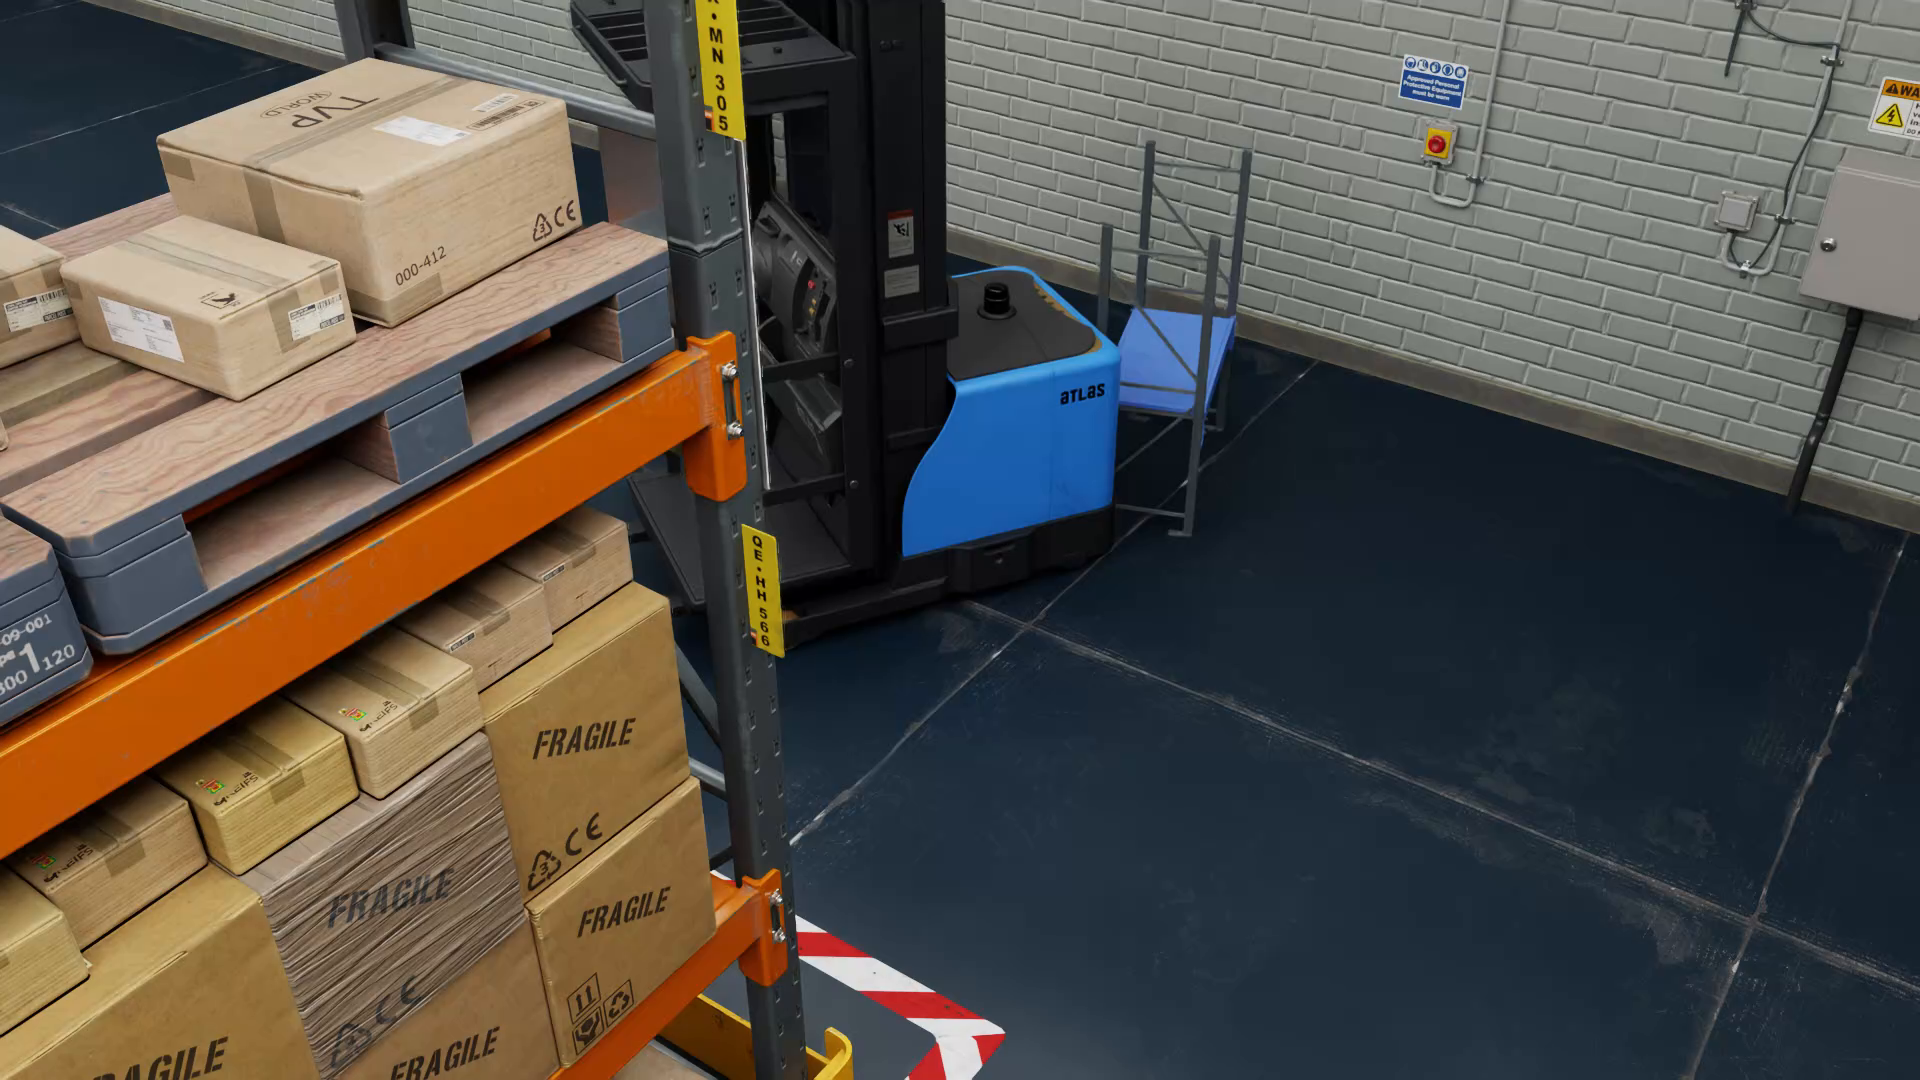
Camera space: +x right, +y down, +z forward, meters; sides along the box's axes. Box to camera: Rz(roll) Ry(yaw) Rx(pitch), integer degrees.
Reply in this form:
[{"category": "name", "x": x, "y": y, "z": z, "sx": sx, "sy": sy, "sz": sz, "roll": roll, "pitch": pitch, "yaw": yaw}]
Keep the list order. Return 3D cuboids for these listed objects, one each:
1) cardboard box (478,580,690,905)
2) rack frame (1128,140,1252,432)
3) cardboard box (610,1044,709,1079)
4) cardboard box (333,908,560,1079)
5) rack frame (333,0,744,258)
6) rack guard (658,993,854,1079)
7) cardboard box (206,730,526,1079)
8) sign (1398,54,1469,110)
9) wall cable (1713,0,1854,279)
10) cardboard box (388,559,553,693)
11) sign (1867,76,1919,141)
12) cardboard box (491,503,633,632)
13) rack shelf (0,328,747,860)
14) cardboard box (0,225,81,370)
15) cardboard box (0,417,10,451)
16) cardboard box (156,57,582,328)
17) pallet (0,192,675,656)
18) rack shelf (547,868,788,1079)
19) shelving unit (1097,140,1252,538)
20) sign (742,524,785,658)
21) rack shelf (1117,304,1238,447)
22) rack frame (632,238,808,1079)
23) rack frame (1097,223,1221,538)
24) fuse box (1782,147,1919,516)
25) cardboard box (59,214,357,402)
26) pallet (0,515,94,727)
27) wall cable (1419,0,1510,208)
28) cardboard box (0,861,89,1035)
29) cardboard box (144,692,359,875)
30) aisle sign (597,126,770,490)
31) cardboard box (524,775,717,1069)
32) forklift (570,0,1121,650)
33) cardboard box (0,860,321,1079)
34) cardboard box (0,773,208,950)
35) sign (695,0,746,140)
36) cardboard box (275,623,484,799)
[{"category": "cardboard box", "x": -0.952, "y": 0.355, "z": 3.566, "sx": 0.500, "sy": 0.500, "sz": 0.500, "roll": 23, "pitch": 40, "yaw": 30}, {"category": "rack frame", "x": 1.121, "y": -1.227, "z": 8.225, "sx": 0.500, "sy": 1.500, "sz": 0.032, "roll": 9, "pitch": 35, "yaw": 13}, {"category": "cardboard box", "x": -1.167, "y": 1.736, "z": 4.418, "sx": 0.875, "sy": 0.438, "sz": 0.875, "roll": 20, "pitch": 39, "yaw": 27}, {"category": "cardboard box", "x": -1.229, "y": 1.004, "z": 3.499, "sx": 0.500, "sy": 0.500, "sz": 0.500, "roll": 20, "pitch": 39, "yaw": 27}, {"category": "rack frame", "x": -0.873, "y": -1.973, "z": 2.634, "sx": 1.000, "sy": 3.000, "sz": 0.127, "roll": 21, "pitch": 39, "yaw": 28}, {"category": "rack guard", "x": -0.859, "y": 1.537, "z": 5.031, "sx": 1.175, "sy": 0.500, "sz": 0.348, "roll": 21, "pitch": 39, "yaw": 28}, {"category": "cardboard box", "x": -1.226, "y": 0.605, "z": 3.196, "sx": 0.500, "sy": 0.500, "sz": 0.500, "roll": 21, "pitch": 40, "yaw": 28}, {"category": "sign", "x": 2.318, "y": -2.245, "z": 8.151, "sx": 0.327, "sy": 0.218, "sz": 0.001, "roll": 21, "pitch": 39, "yaw": 28}, {"category": "wall cable", "x": 3.495, "y": -2.063, "z": 7.216, "sx": 0.588, "sy": 1.984, "sz": 0.122, "roll": 21, "pitch": 39, "yaw": 28}, {"category": "cardboard box", "x": -1.038, "y": 0.142, "z": 3.302, "sx": 0.380, "sy": 0.149, "sz": 0.250, "roll": 22, "pitch": 40, "yaw": 29}, {"category": "sign", "x": 4.038, "y": -1.807, "z": 7.007, "sx": 0.339, "sy": 0.242, "sz": 0.001, "roll": 21, "pitch": 39, "yaw": 28}, {"category": "cardboard box", "x": -0.913, "y": 0.017, "z": 3.486, "sx": 0.380, "sy": 0.149, "sz": 0.250, "roll": 22, "pitch": 40, "yaw": 29}, {"category": "rack shelf", "x": -2.013, "y": 0.488, "z": 2.315, "sx": 1.077, "sy": 0.370, "sz": 4.000, "roll": 21, "pitch": 39, "yaw": 28}, {"category": "cardboard box", "x": -1.682, "y": -0.414, "z": 2.767, "sx": 0.380, "sy": 0.149, "sz": 0.250, "roll": 23, "pitch": 40, "yaw": 30}, {"category": "cardboard box", "x": -1.767, "y": -0.236, "z": 2.358, "sx": 0.500, "sy": 0.311, "sz": 0.500, "roll": 22, "pitch": 40, "yaw": 29}, {"category": "cardboard box", "x": -1.055, "y": -0.647, "z": 3.022, "sx": 0.500, "sy": 0.250, "sz": 0.500, "roll": 18, "pitch": 38, "yaw": 24}, {"category": "pallet", "x": -1.287, "y": -0.349, "z": 2.989, "sx": 1.003, "sy": 0.211, "sz": 1.213, "roll": 21, "pitch": 39, "yaw": 28}, {"category": "rack shelf", "x": -2.013, "y": 1.731, "z": 3.155, "sx": 1.077, "sy": 0.370, "sz": 4.000, "roll": 21, "pitch": 39, "yaw": 28}, {"category": "shelving unit", "x": 0.983, "y": -0.953, "z": 7.820, "sx": 0.538, "sy": 1.500, "sz": 1.048, "roll": 9, "pitch": 35, "yaw": 13}, {"category": "sign", "x": -0.435, "y": 0.115, "z": 3.658, "sx": 0.100, "sy": 0.325, "sz": 0.005, "roll": 21, "pitch": 39, "yaw": 28}, {"category": "rack shelf", "x": 0.983, "y": -0.804, "z": 7.921, "sx": 0.538, "sy": 0.185, "sz": 1.000, "roll": 9, "pitch": 35, "yaw": 13}, {"category": "rack frame", "x": -0.873, "y": 0.513, "z": 4.314, "sx": 1.000, "sy": 3.000, "sz": 0.127, "roll": 21, "pitch": 39, "yaw": 28}, {"category": "rack frame", "x": 0.845, "y": -0.679, "z": 7.415, "sx": 0.500, "sy": 1.500, "sz": 0.032, "roll": 9, "pitch": 35, "yaw": 13}, {"category": "fuse box", "x": 3.966, "y": -0.818, "z": 7.432, "sx": 0.539, "sy": 1.711, "sz": 0.414, "roll": 21, "pitch": 39, "yaw": 28}, {"category": "cardboard box", "x": -1.229, "y": -0.387, "z": 2.727, "sx": 0.380, "sy": 0.149, "sz": 0.250, "roll": 18, "pitch": 38, "yaw": 25}, {"category": "pallet", "x": -1.982, "y": 0.215, "z": 2.155, "sx": 1.003, "sy": 0.211, "sz": 1.213, "roll": 21, "pitch": 39, "yaw": 28}, {"category": "wall cable", "x": 2.323, "y": -2.524, "z": 7.869, "sx": 0.585, "sy": 1.953, "sz": 0.123, "roll": 21, "pitch": 39, "yaw": 28}, {"category": "cardboard box", "x": -1.595, "y": 0.622, "z": 2.591, "sx": 0.380, "sy": 0.149, "sz": 0.250, "roll": 22, "pitch": 40, "yaw": 29}, {"category": "cardboard box", "x": -1.293, "y": 0.390, "z": 2.934, "sx": 0.380, "sy": 0.149, "sz": 0.250, "roll": 22, "pitch": 40, "yaw": 29}, {"category": "aisle sign", "x": -0.577, "y": -0.498, "z": 3.489, "sx": 0.394, "sy": 0.787, "sz": 0.004, "roll": 21, "pitch": 39, "yaw": 28}, {"category": "cardboard box", "x": -0.930, "y": 0.778, "z": 3.833, "sx": 0.500, "sy": 0.500, "sz": 0.500, "roll": 21, "pitch": 40, "yaw": 28}, {"category": "forklift", "x": -0.862, "y": -1.041, "z": 6.673, "sx": 3.031, "sy": 2.935, "sz": 1.130, "roll": -14, "pitch": 36, "yaw": -20}, {"category": "cardboard box", "x": -1.511, "y": 0.831, "z": 2.861, "sx": 0.500, "sy": 0.500, "sz": 0.500, "roll": 21, "pitch": 39, "yaw": 28}, {"category": "cardboard box", "x": -1.501, "y": 0.488, "z": 2.790, "sx": 0.380, "sy": 0.149, "sz": 0.250, "roll": 21, "pitch": 39, "yaw": 28}, {"category": "sign", "x": -0.435, "y": -0.884, "z": 2.982, "sx": 0.100, "sy": 0.325, "sz": 0.005, "roll": 21, "pitch": 39, "yaw": 28}, {"category": "cardboard box", "x": -1.116, "y": 0.288, "z": 3.086, "sx": 0.380, "sy": 0.149, "sz": 0.250, "roll": 21, "pitch": 39, "yaw": 28}]
